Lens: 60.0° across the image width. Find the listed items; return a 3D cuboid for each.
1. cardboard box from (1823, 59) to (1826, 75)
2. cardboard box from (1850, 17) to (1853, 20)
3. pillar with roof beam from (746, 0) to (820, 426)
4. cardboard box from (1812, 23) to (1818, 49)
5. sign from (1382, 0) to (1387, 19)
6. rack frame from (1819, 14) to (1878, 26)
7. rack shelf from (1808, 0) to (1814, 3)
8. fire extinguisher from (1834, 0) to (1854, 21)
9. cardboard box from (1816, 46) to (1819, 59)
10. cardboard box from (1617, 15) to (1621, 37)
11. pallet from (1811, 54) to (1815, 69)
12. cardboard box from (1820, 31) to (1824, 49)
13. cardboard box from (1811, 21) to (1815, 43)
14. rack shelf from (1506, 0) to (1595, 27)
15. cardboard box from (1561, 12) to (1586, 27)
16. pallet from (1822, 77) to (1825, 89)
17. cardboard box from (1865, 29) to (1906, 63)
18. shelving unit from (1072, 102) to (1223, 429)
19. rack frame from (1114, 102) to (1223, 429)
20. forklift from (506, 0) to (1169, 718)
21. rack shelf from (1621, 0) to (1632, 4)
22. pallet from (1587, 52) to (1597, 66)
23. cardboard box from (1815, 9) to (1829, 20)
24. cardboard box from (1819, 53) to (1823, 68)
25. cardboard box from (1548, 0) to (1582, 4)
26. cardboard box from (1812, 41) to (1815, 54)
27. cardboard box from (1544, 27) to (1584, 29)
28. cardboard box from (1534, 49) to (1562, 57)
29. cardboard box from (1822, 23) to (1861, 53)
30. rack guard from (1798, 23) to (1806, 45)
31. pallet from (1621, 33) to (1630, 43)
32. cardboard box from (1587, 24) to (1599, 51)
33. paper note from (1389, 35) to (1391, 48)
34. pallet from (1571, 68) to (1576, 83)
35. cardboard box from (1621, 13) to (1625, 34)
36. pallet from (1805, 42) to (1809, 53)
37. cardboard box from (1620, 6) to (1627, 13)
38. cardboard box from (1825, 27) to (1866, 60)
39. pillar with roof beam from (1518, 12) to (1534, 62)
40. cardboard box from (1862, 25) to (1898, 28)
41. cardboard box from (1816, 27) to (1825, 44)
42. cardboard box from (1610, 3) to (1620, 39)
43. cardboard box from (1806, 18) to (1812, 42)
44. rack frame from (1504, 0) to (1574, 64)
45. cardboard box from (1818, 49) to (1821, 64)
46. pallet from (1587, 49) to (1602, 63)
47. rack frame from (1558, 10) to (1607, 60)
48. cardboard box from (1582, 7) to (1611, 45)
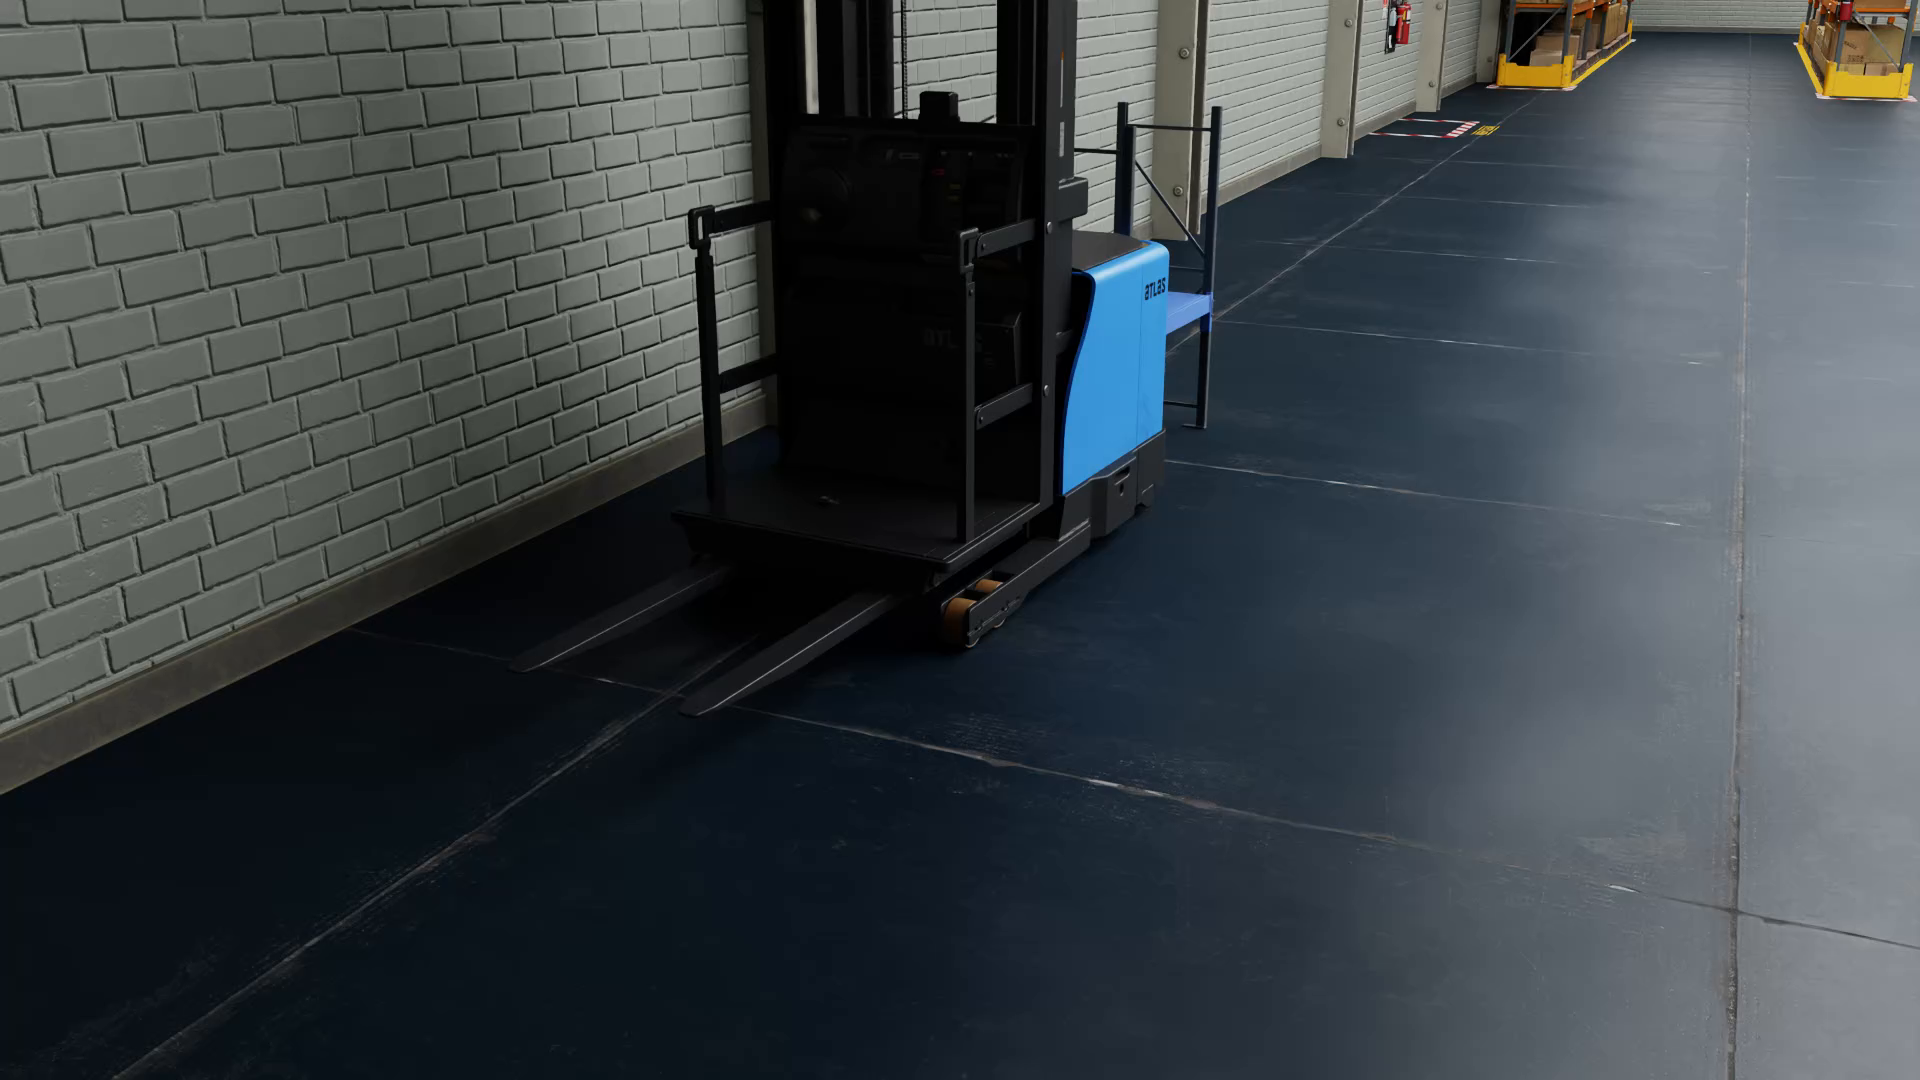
[{"bbox_3d":[14.458,-7.757,27.282,0.500,0.250,0.500,9,21,23],"label":"cardboard box"},{"bbox_3d":[19.790,-11.617,37.728,0.797,0.503,0.637,9,21,23],"label":"cardboard box"},{"bbox_3d":[3.187,-4.253,4.999,9.100,9.000,0.400,9,21,23],"label":"pillar with roof beam"},{"bbox_3d":[17.768,-10.294,34.012,0.500,0.500,0.500,8,21,21],"label":"cardboard box"},{"bbox_3d":[5.264,-6.632,20.587,0.001,0.329,0.234,9,21,23],"label":"sign"},{"bbox_3d":[17.387,-10.789,32.328,1.000,3.000,0.127,9,21,23],"label":"rack frame"},{"bbox_3d":[19.844,-12.284,37.606,1.077,0.370,4.000,9,21,23],"label":"rack shelf"},{"bbox_3d":[13.639,-8.334,25.542,0.296,0.674,0.183,9,21,23],"label":"fire extinguisher"},{"bbox_3d":[16.282,-9.101,31.059,0.500,0.250,0.500,9,21,24],"label":"cardboard box"},{"bbox_3d":[15.113,-12.078,39.057,0.700,0.500,0.500,8,21,22],"label":"cardboard box"},{"bbox_3d":[17.014,-9.228,32.103,1.003,0.211,1.213,9,21,23],"label":"pallet"},{"bbox_3d":[15.861,-9.055,30.095,0.500,0.311,0.500,9,22,24],"label":"cardboard box"},{"bbox_3d":[18.396,-10.762,35.327,0.500,0.500,0.500,9,21,23],"label":"cardboard box"},{"bbox_3d":[10.409,-9.294,29.199,1.077,0.370,4.000,9,21,23],"label":"rack shelf"},{"bbox_3d":[12.122,-10.299,32.907,0.500,0.250,0.500,8,21,22],"label":"cardboard box"},{"bbox_3d":[14.386,-7.269,26.592,1.003,0.211,1.213,9,21,23],"label":"pallet"},{"bbox_3d":[14.737,-7.885,26.522,0.500,0.500,0.500,9,21,23],"label":"cardboard box"},{"bbox_3d":[0.716,-1.129,7.406,0.538,1.500,1.048,10,22,26],"label":"shelving unit"},{"bbox_3d":[0.955,-1.280,7.829,0.500,1.500,0.032,10,22,26],"label":"rack frame"},{"bbox_3d":[-0.295,-1.196,5.458,1.130,2.935,3.031,10,22,26],"label":"forklift"},{"bbox_3d":[15.323,-12.962,39.514,1.077,0.370,4.000,9,21,23],"label":"rack shelf"},{"bbox_3d":[12.044,-9.543,32.987,1.003,0.211,1.213,9,21,23],"label":"pallet"},{"bbox_3d":[18.195,-10.974,34.805,0.500,0.250,0.500,9,21,23],"label":"cardboard box"},{"bbox_3d":[15.073,-8.216,28.571,0.500,0.250,0.500,9,21,23],"label":"cardboard box"},{"bbox_3d":[10.080,-9.066,27.678,0.500,0.250,0.500,8,21,21],"label":"cardboard box"},{"bbox_3d":[16.905,-9.571,32.382,0.500,0.250,0.500,8,21,23],"label":"cardboard box"},{"bbox_3d":[11.680,-9.666,32.246,0.700,0.500,0.500,8,21,22],"label":"cardboard box"},{"bbox_3d":[10.189,-8.335,28.786,0.500,0.311,0.500,11,22,27],"label":"cardboard box"},{"bbox_3d":[15.076,-8.569,28.444,0.500,0.500,0.500,9,21,23],"label":"cardboard box"},{"bbox_3d":[20.632,-12.033,39.558,1.175,0.500,0.348,9,21,23],"label":"rack guard"},{"bbox_3d":[15.886,-12.344,40.862,1.003,0.211,1.213,9,21,23],"label":"pallet"},{"bbox_3d":[12.619,-10.269,33.942,0.700,0.500,0.500,9,21,23],"label":"cardboard box"},{"bbox_3d":[5.449,-6.310,21.050,0.016,0.148,0.142,9,21,23],"label":"paper note"},{"bbox_3d":[9.986,-7.974,28.577,1.003,0.211,1.213,9,21,23],"label":"pallet"},{"bbox_3d":[15.742,-12.552,40.391,0.700,0.500,0.500,8,21,23],"label":"cardboard box"},{"bbox_3d":[19.307,-10.907,36.824,1.003,0.211,1.213,9,21,23],"label":"pallet"},{"bbox_3d":[15.956,-12.868,40.312,0.380,0.149,0.250,9,22,24],"label":"cardboard box"},{"bbox_3d":[14.455,-8.111,27.157,0.500,0.500,0.500,9,21,23],"label":"cardboard box"},{"bbox_3d":[15.472,-13.424,30.786,9.100,9.000,0.400,9,21,23],"label":"pillar with roof beam"},{"bbox_3d":[15.342,-8.345,27.815,0.500,0.500,0.500,9,21,23],"label":"cardboard box"},{"bbox_3d":[16.486,-9.518,31.395,0.500,0.311,0.500,8,21,21],"label":"cardboard box"},{"bbox_3d":[14.357,-11.658,37.355,0.750,0.750,0.750,9,21,23],"label":"cardboard box"},{"bbox_3d":[19.000,-11.254,36.711,0.500,0.500,0.500,9,21,23],"label":"cardboard box"},{"bbox_3d":[9.590,-9.022,27.360,1.000,3.000,0.127,9,21,23],"label":"rack frame"},{"bbox_3d":[15.654,-8.635,29.748,0.500,0.250,0.500,8,21,22],"label":"cardboard box"},{"bbox_3d":[12.545,-9.915,34.032,1.003,0.211,1.213,9,21,23],"label":"pallet"},{"bbox_3d":[12.866,-11.467,34.236,1.000,3.000,0.127,9,21,23],"label":"rack frame"},{"bbox_3d":[13.287,-10.859,35.107,0.750,0.750,0.750,8,21,22],"label":"cardboard box"}]
